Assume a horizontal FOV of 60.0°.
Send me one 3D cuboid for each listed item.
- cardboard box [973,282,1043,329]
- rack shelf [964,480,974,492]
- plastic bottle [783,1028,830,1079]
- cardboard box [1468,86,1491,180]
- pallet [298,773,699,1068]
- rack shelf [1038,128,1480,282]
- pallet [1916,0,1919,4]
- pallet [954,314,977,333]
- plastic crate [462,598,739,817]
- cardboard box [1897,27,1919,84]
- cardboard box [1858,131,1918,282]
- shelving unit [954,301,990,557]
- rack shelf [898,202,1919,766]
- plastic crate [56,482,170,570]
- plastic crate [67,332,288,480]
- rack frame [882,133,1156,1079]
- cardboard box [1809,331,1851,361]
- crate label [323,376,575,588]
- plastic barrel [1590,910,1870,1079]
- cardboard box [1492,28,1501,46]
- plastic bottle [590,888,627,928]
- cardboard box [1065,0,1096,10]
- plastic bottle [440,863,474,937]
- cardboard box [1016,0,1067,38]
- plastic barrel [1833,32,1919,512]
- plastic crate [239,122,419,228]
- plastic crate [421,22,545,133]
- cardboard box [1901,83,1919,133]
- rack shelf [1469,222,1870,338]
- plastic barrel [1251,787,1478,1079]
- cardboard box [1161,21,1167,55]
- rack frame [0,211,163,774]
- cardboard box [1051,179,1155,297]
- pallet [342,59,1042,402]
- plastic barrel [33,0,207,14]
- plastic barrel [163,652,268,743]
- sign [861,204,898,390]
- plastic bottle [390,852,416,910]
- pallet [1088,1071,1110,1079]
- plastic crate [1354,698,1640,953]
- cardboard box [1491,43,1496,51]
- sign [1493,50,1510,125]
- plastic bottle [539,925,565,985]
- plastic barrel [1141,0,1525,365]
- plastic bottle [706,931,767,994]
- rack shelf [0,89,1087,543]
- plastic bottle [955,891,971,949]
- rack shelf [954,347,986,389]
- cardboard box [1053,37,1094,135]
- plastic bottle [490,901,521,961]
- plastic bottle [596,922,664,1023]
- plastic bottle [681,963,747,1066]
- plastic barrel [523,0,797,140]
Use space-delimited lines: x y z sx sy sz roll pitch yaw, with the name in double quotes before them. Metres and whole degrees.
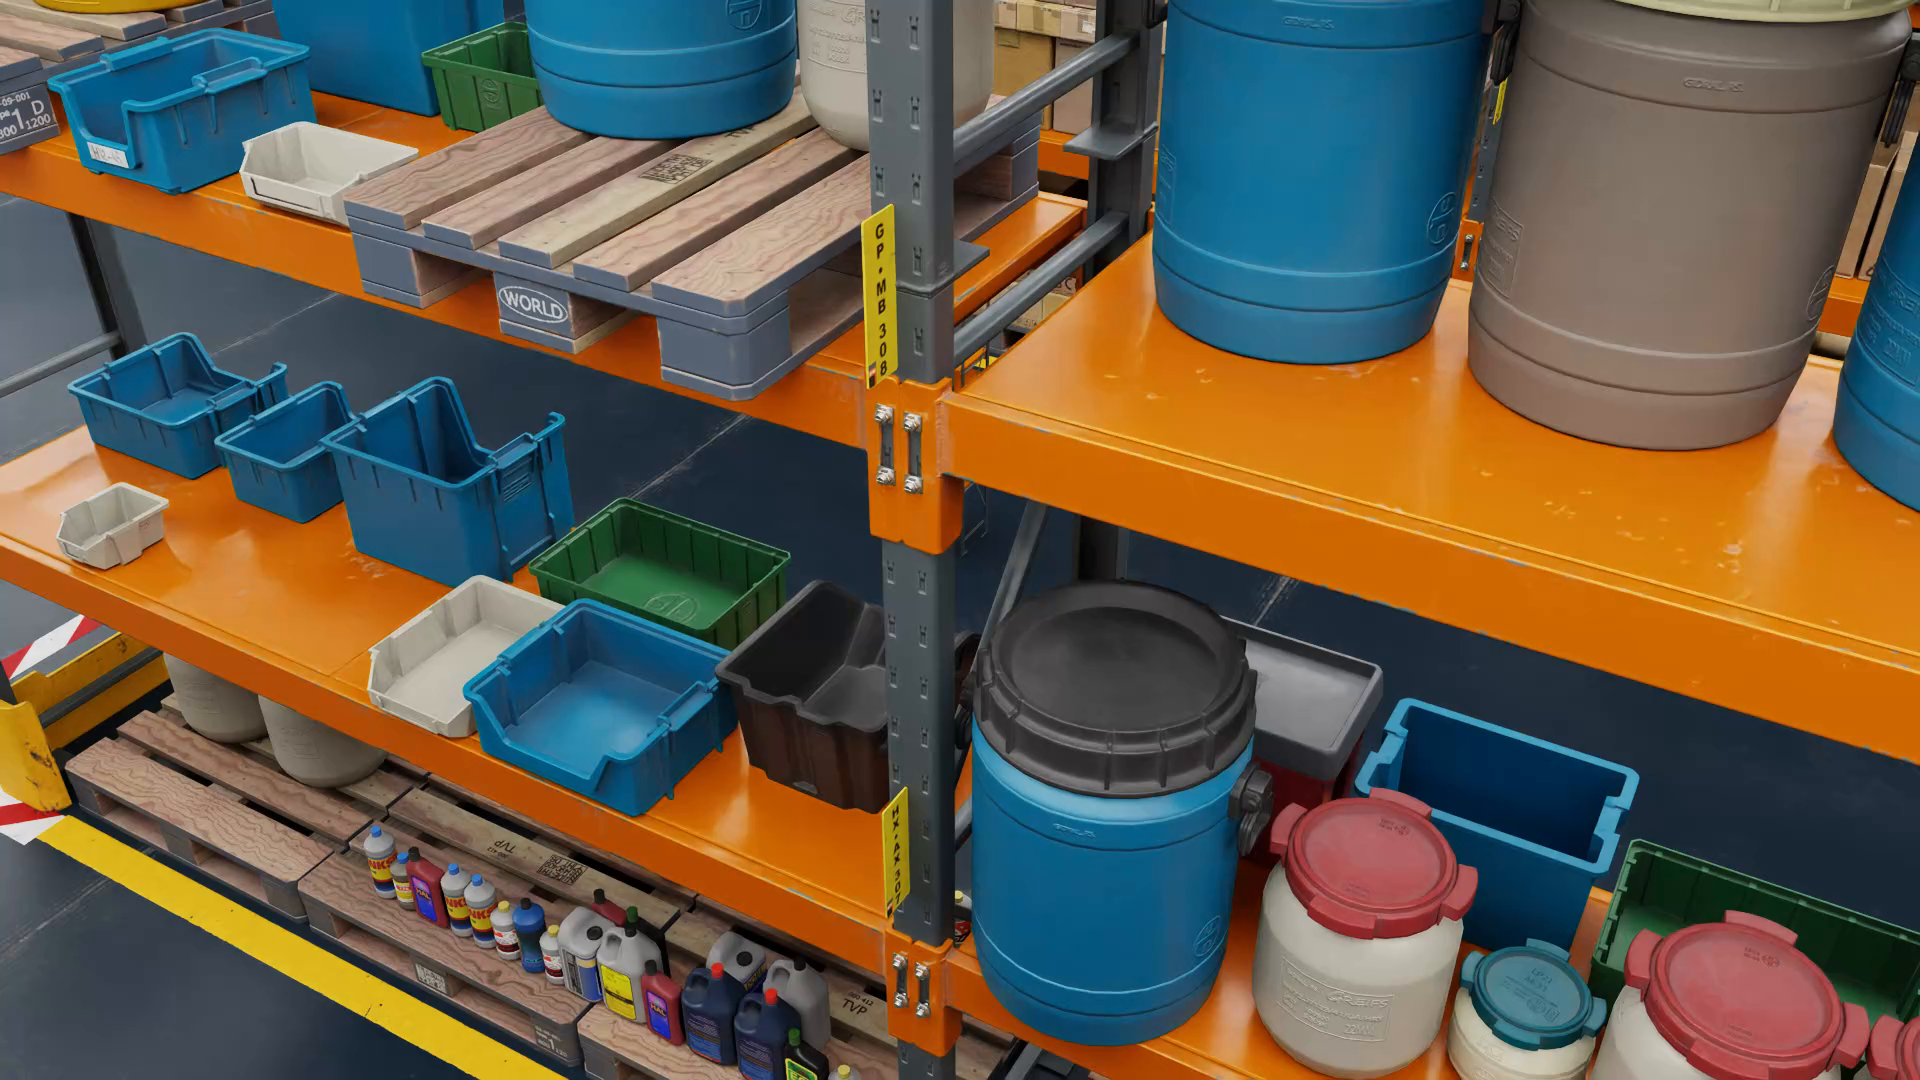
"cardboard box" 0.353 -1.427 9.289 0.500 0.250 0.500 18 37 24
"rack shelf" -0.013 -0.267 7.581 0.180 0.103 0.258 18 37 24
"plastic bottle" -0.442 1.532 4.797 0.133 0.283 0.061 20 38 27
"cardboard box" 2.212 -1.985 7.935 0.500 0.500 0.700 17 37 23
"pallet" -1.486 1.179 5.789 1.213 0.211 1.003 18 37 24
"rack shelf" 0.864 -2.075 8.809 4.000 0.370 1.077 18 37 24
"pallet" 6.789 -3.554 10.554 1.213 0.211 1.003 18 37 24
"pallet" -0.187 -1.574 9.923 1.213 0.211 1.003 18 37 24
"plastic crate" -0.956 0.446 4.508 0.616 0.251 0.499 18 37 24
"cardboard box" 6.540 -3.209 11.045 0.500 0.250 0.500 16 37 23
"cardboard box" 4.152 -1.365 7.003 0.500 0.500 0.500 18 38 24
"shelving unit" -0.013 -0.503 7.423 0.189 1.200 0.258 18 37 24
"rack shelf" 1.876 0.159 2.748 4.000 0.370 1.077 18 37 24
"plastic crate" -2.716 -0.031 5.329 0.250 0.136 0.298 18 37 24
"plastic crate" -2.750 -0.486 5.908 0.616 0.251 0.499 18 37 24
"rack frame" 0.140 0.558 4.206 0.127 3.000 1.000 18 37 24
"cardboard box" 3.981 -0.836 7.896 0.500 0.311 0.500 17 37 24
"crate label" -1.601 -0.181 5.283 0.616 0.435 0.502 18 37 24
"plastic barrel" 1.498 1.072 3.311 0.433 0.535 0.433 0 34 0
"cardboard box" 2.212 -2.525 7.575 0.500 0.500 0.700 18 38 25
"plastic bottle" -1.096 1.227 5.254 0.133 0.283 0.061 18 37 24
"cardboard box" 0.905 -2.939 8.197 0.500 0.500 0.700 18 38 24
"plastic bottle" -1.616 1.153 5.376 0.097 0.271 0.097 0 34 0
"cardboard box" 0.481 -2.672 8.380 0.250 0.149 0.380 17 37 24
"plastic barrel" 1.825 -0.504 2.642 0.708 0.901 0.600 18 37 24
"plastic crate" -1.455 -0.828 3.818 0.396 0.136 0.243 18 37 24
"plastic crate" -1.095 -1.167 4.281 0.450 0.188 0.336 18 37 24
"cardboard box" 6.599 -2.880 11.227 0.500 0.500 0.700 18 38 25
"rack shelf" 4.337 -0.975 7.157 4.000 0.370 1.077 18 37 24
"plastic barrel" 0.861 0.870 3.614 0.433 0.535 0.433 0 34 0
"cardboard box" 1.157 -2.458 8.059 0.250 0.149 0.380 19 38 26
"rack frame" -3.333 -0.542 5.858 0.127 3.000 1.000 18 37 24
"cardboard box" 0.784 -1.599 8.870 0.500 0.500 0.500 18 37 24
"pallet" -0.535 -0.763 3.654 1.003 0.211 1.213 18 37 24
"plastic barrel" -2.280 -1.791 4.479 0.600 0.588 0.600 0 34 0
"plastic barrel" -2.724 0.463 6.214 0.421 0.512 0.421 0 34 0
"sign" -0.143 -0.433 2.979 0.005 0.325 0.100 18 37 24
"plastic bottle" -1.824 1.117 5.495 0.097 0.201 0.097 0 34 0
"pallet" 0.841 1.916 4.682 1.213 0.211 1.003 18 37 24
"plastic crate" 1.252 0.718 3.979 0.575 0.384 0.392 18 37 24
"cardboard box" 2.463 -2.303 7.827 0.250 0.149 0.380 18 37 24
"sign" 2.327 -1.950 7.120 0.005 0.325 0.100 18 37 24
"plastic bottle" -1.265 1.294 5.229 0.097 0.201 0.097 0 34 0
"plastic barrel" 0.689 -0.864 3.182 0.708 0.901 0.600 18 37 24
"plastic bottle" -0.677 1.339 5.093 0.135 0.276 0.152 18 37 24
"rack shelf" -1.597 -0.941 4.400 4.000 0.370 1.077 18 37 24
"plastic bottle" -0.008 1.213 5.350 0.097 0.201 0.097 0 34 0
"rack shelf" -0.013 -0.766 7.248 0.180 0.103 0.258 18 37 24
"cardboard box" 0.872 -2.407 8.569 0.500 0.500 0.700 19 38 26
"plastic bottle" -1.443 1.237 5.314 0.097 0.201 0.097 0 34 0
"plastic bottle" -1.010 1.297 5.088 0.185 0.351 0.144 17 37 24
"plastic bottle" -0.729 1.386 4.955 0.185 0.351 0.144 16 37 22
"plastic barrel" -0.671 -1.399 3.607 0.708 0.901 0.600 18 37 24
